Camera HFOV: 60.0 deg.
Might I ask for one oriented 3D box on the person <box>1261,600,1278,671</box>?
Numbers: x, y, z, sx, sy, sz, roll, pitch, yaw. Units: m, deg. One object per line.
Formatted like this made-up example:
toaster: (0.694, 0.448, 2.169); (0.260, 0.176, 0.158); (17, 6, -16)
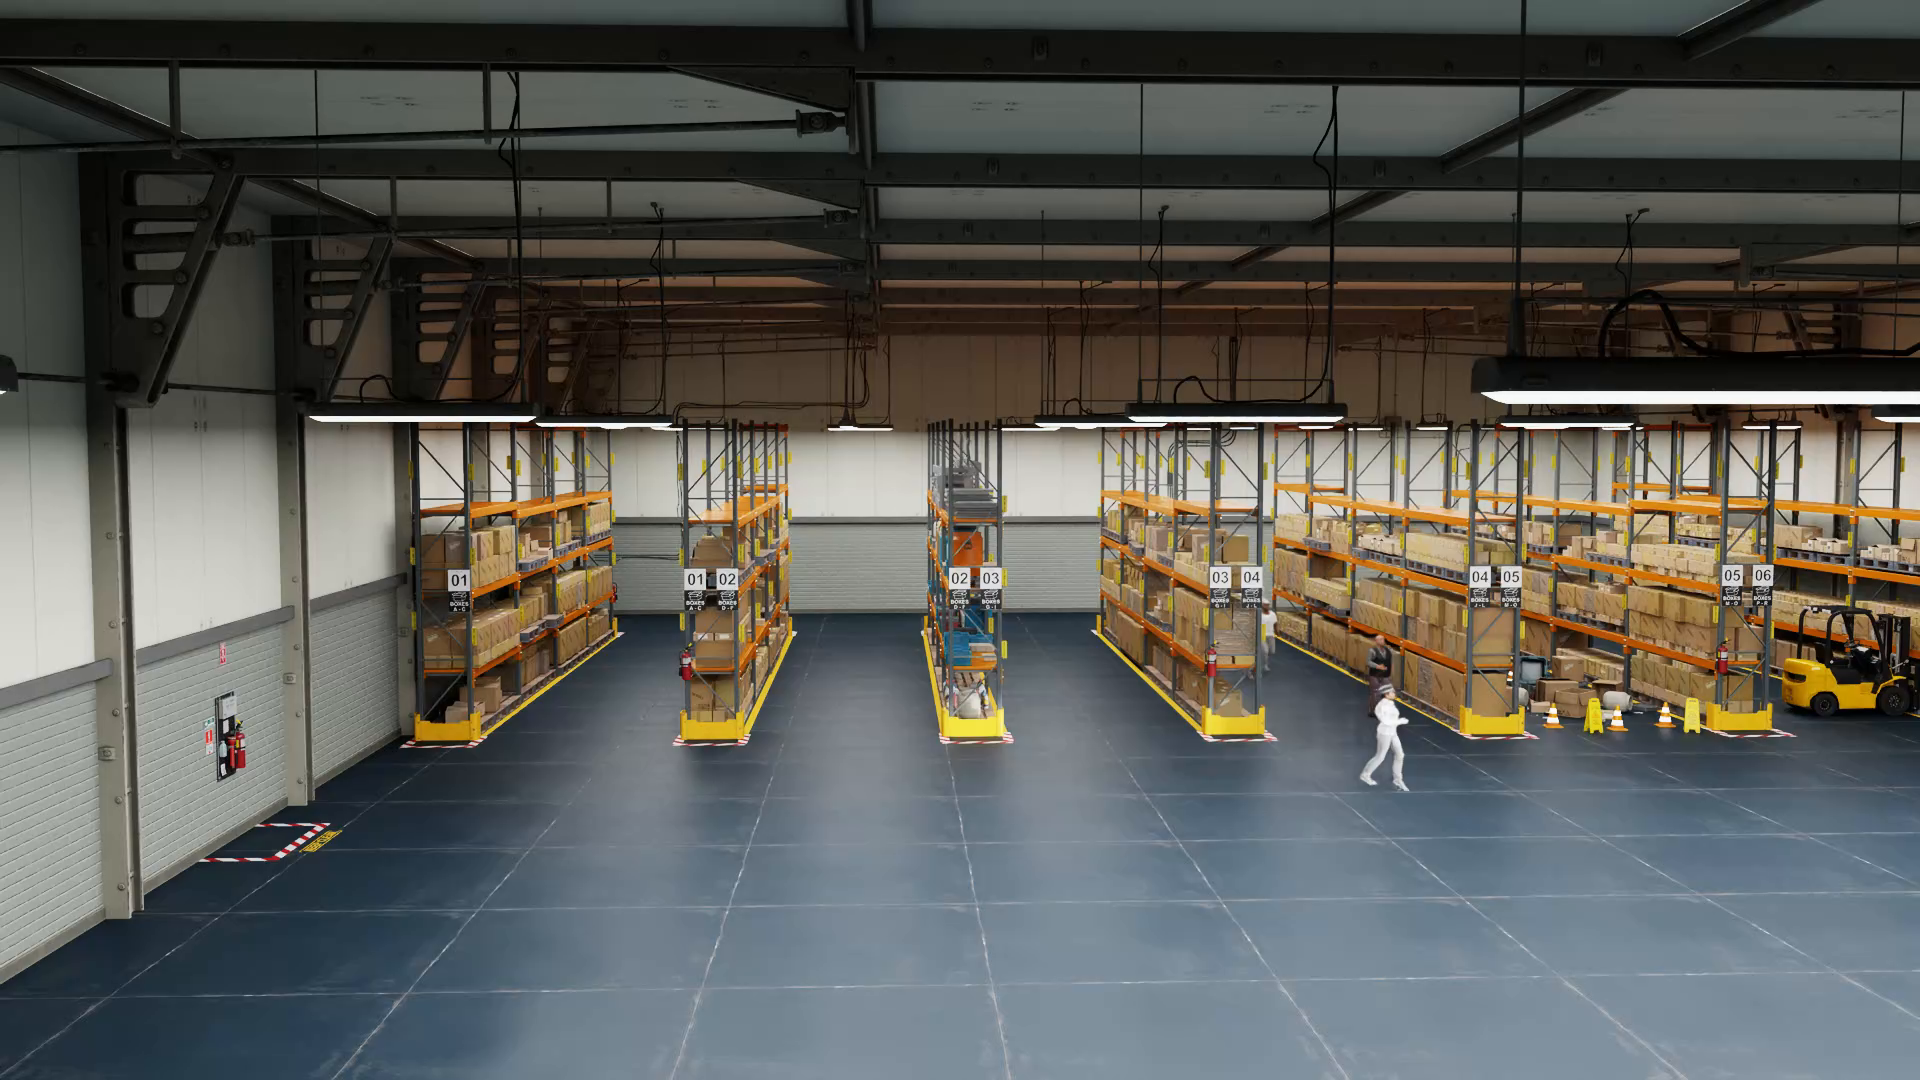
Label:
person: (7.362, 2.293, 40.150); (0.700, 1.719, 0.625); (-1, 4, -12)

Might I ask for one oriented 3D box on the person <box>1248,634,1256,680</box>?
person: (6.823, 2.365, 38.996); (0.566, 1.725, 0.872); (-1, 4, -8)

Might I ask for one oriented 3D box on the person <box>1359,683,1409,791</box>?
person: (6.829, 3.169, 26.733); (0.777, 1.748, 0.598); (2, 4, 28)

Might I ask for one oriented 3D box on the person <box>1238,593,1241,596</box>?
person: (7.710, 1.853, 47.976); (0.730, 1.669, 0.827); (2, 4, 30)

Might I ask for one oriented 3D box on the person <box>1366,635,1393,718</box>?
person: (8.368, 2.767, 33.068); (0.672, 1.780, 0.731); (-1, 4, -13)
